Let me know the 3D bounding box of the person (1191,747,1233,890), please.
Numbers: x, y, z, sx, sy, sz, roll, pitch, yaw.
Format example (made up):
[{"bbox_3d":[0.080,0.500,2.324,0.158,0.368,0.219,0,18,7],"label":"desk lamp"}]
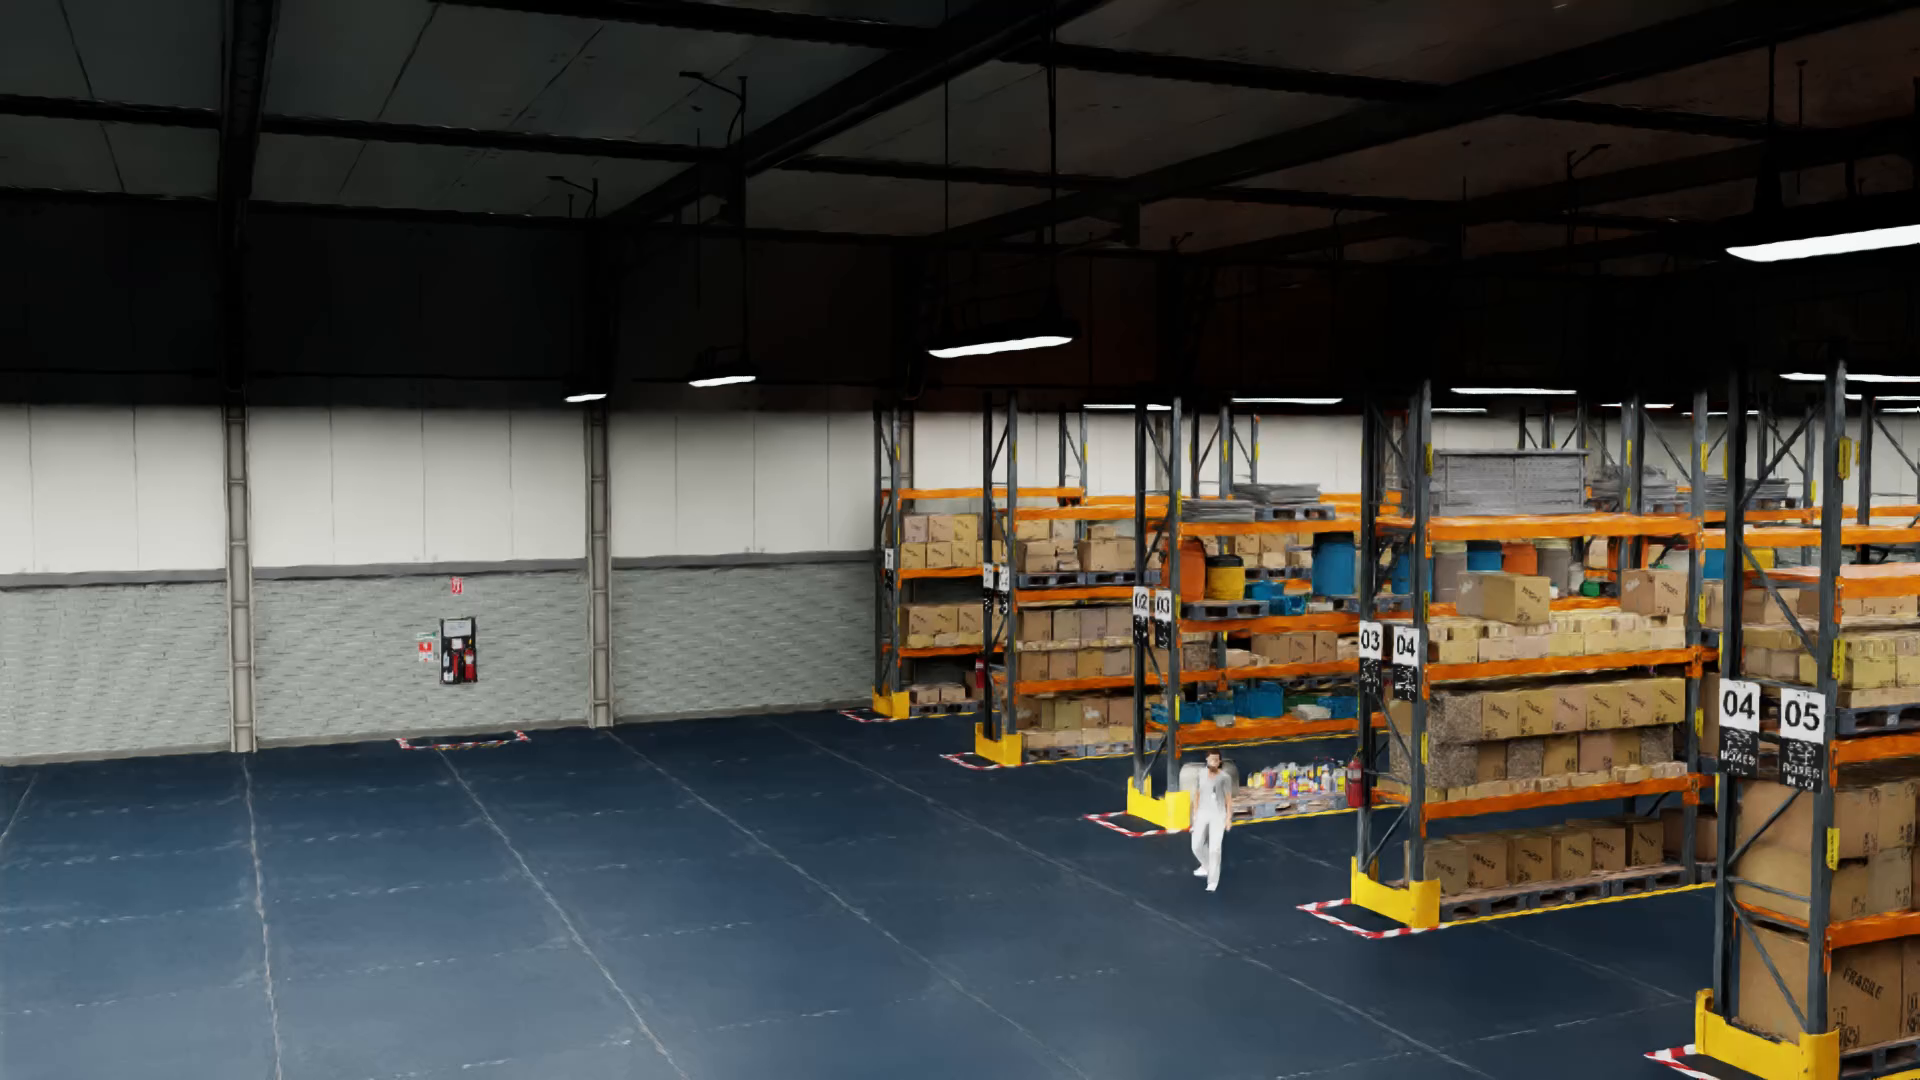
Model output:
[{"bbox_3d":[2.941,3.211,19.348,0.514,1.660,0.524,2,4,30],"label":"person"}]
